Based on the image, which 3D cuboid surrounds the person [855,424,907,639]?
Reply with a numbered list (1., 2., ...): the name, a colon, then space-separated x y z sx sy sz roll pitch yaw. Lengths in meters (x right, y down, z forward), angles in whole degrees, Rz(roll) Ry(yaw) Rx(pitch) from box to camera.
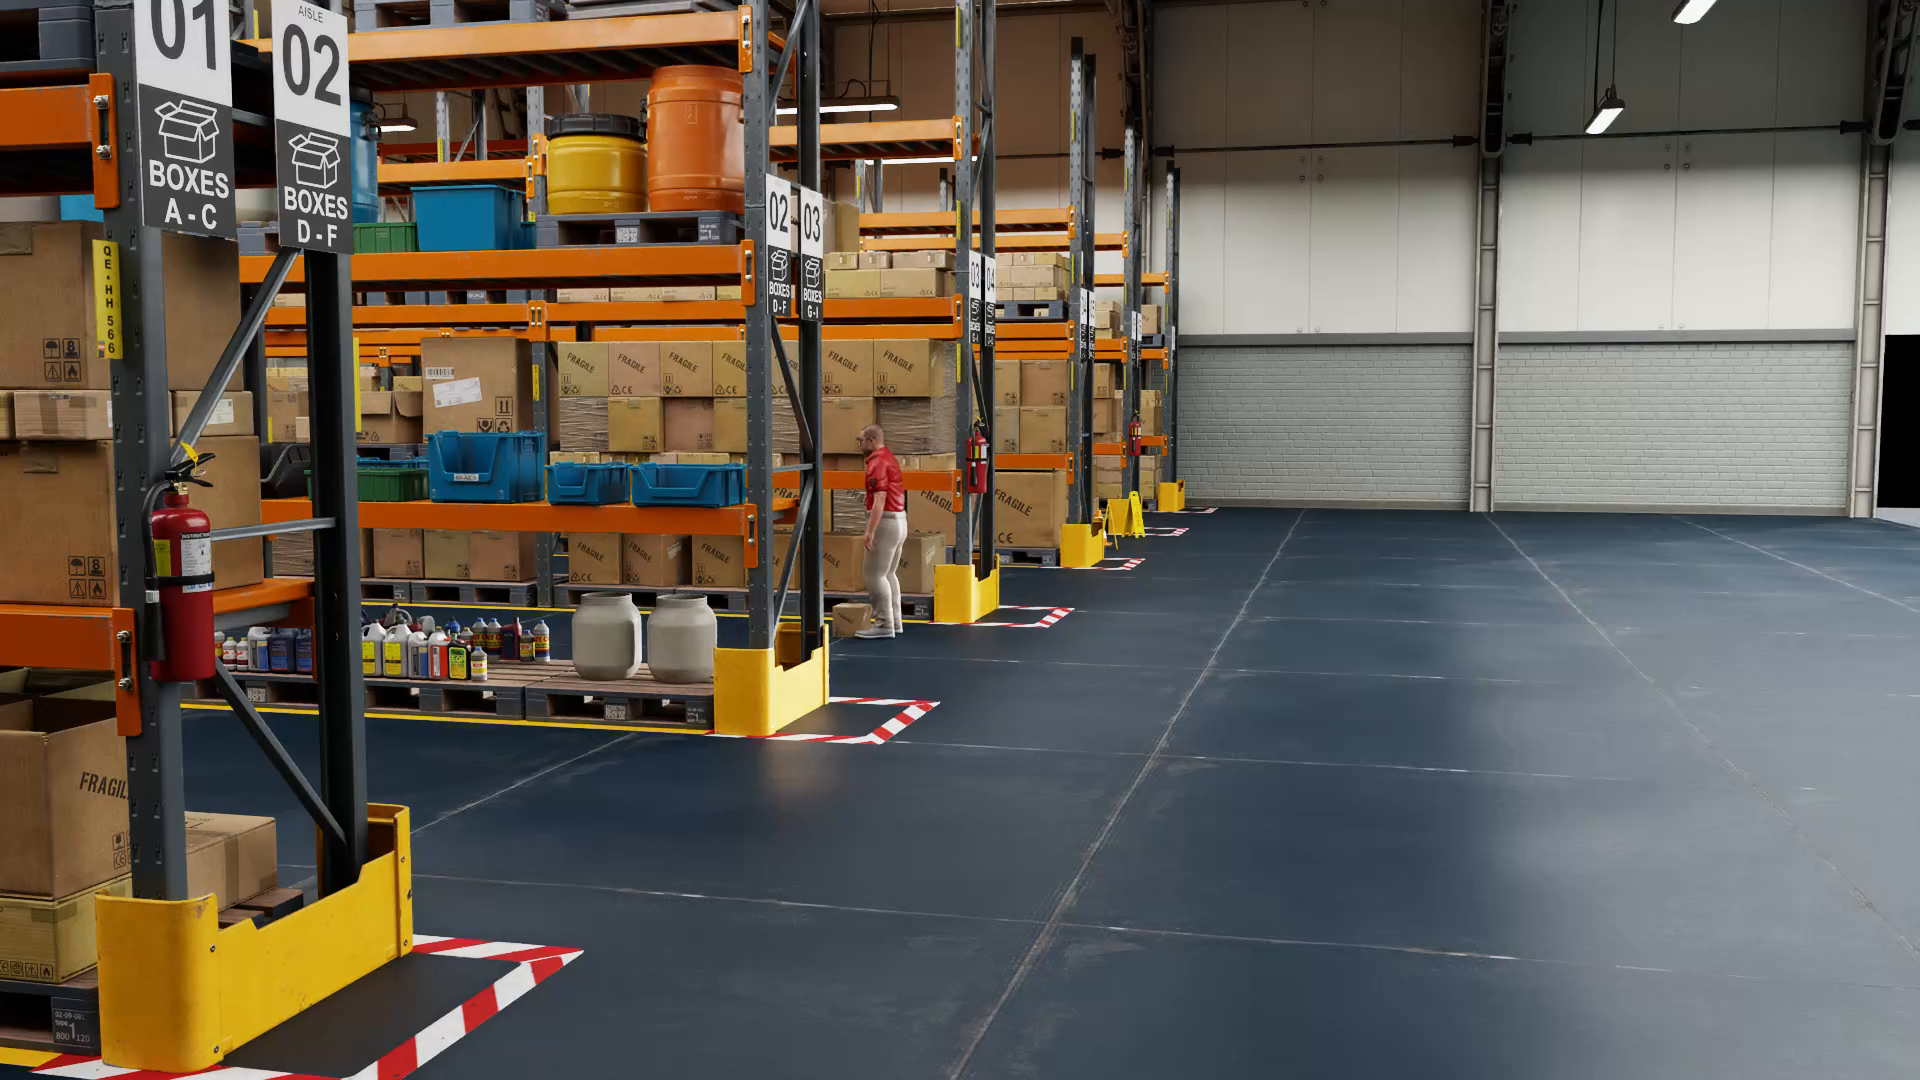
1. person: -0.640 -0.075 13.498 0.385 1.726 0.593 1 5 13
